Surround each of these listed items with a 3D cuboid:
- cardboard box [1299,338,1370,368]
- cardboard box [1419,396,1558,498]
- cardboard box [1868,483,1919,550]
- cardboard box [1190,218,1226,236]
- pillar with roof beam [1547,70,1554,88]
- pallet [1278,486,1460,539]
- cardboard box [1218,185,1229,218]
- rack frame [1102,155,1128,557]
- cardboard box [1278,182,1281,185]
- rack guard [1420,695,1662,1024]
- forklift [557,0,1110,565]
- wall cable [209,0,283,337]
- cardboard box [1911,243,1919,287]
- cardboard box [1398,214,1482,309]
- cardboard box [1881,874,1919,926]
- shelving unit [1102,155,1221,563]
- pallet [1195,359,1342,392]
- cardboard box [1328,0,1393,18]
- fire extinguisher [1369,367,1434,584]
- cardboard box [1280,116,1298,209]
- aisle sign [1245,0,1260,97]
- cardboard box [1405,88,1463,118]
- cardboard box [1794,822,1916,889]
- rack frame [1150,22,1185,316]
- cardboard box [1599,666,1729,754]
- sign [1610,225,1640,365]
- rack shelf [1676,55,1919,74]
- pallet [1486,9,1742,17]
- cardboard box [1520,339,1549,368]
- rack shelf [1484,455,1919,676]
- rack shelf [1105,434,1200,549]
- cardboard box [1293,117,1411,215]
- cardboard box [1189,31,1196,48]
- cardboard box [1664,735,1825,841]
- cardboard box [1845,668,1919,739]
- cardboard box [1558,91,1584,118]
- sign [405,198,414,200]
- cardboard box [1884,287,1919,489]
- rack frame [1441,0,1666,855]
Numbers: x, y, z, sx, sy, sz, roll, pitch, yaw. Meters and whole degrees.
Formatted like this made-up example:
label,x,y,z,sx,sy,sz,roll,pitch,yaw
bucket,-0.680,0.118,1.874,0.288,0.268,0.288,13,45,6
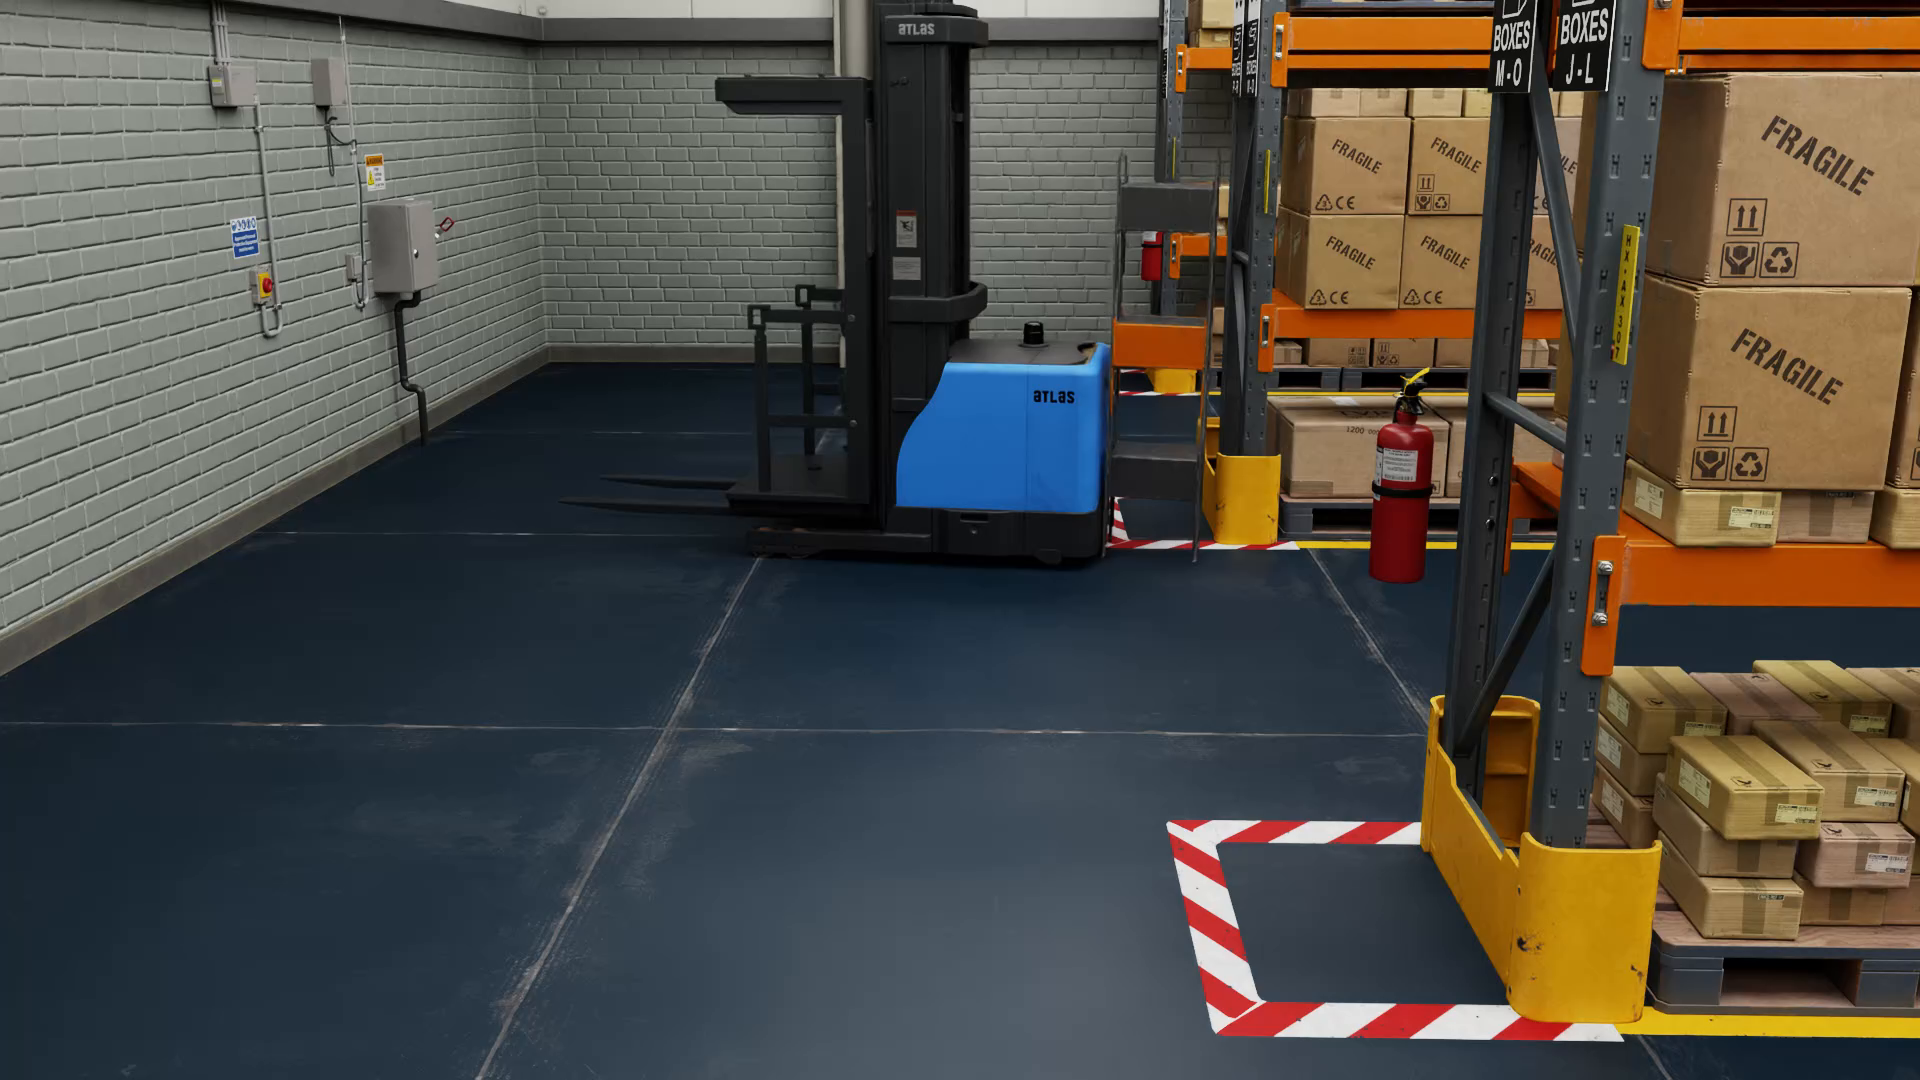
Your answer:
label,x,y,z,sx,sy,sz,roll,pitch,yaw
cardboard box,3.221,-1.788,14.315,0.500,0.500,0.700,1,15,4
cardboard box,3.213,-0.553,9.756,0.875,0.438,0.875,1,15,3
cardboard box,2.448,-0.095,4.312,0.250,0.149,0.380,0,15,0
cardboard box,2.080,-2.644,13.973,0.250,0.149,0.380,0,15,1
pillar with roof beam,4.974,-4.849,10.078,0.400,9.000,9.100,0,15,1
pallet,2.437,-0.238,9.828,1.213,0.211,1.003,0,15,1
cardboard box,2.205,-2.837,13.924,0.500,0.250,0.500,0,15,2
rack frame,0.826,-0.972,8.873,0.015,2.100,0.400,4,15,10
cardboard box,2.740,-2.970,14.427,0.500,0.250,0.500,0,15,2
rack guard,1.686,0.901,4.947,0.348,0.500,1.175,0,15,1
forklift,-0.706,-1.442,9.061,3.031,2.935,1.130,2,15,9
wall cable,-4.002,-2.109,9.400,0.123,1.953,0.585,0,15,1
cardboard box,2.556,-0.912,4.177,0.500,0.500,0.500,1,15,3
cardboard box,2.614,-1.547,9.129,0.500,0.500,0.500,0,15,1
cardboard box,2.638,0.933,4.691,0.250,0.149,0.380,1,15,2
shelving unit,1.066,-0.956,8.830,0.503,2.100,0.431,4,15,10
pallet,2.631,-1.484,14.550,1.213,0.211,1.003,0,15,1
cardboard box,3.215,-4.282,13.521,0.500,0.250,0.500,0,15,0
fire extinguisher,1.370,-0.210,5.139,0.183,0.674,0.296,0,15,1
cardboard box,2.123,-2.161,9.495,0.500,0.500,0.500,1,15,3
aisle sign,1.556,-2.755,8.807,0.004,0.787,0.394,0,15,1
cardboard box,2.504,-2.330,8.862,0.250,0.149,0.380,1,15,3
cardboard box,2.399,0.808,4.579,0.250,0.149,0.380,0,15,1
rack frame,1.758,-2.837,14.215,0.127,3.000,1.000,0,15,1
cardboard box,2.146,0.518,5.096,0.250,0.149,0.380,1,15,2
sign,1.596,-0.589,3.995,0.005,0.325,0.100,0,15,1
rack shelf,7.756,-3.901,13.776,4.000,0.370,1.077,0,15,1
pallet,3.600,-2.970,9.010,1.213,0.211,1.003,0,15,1
cardboard box,4.836,-1.624,14.150,0.258,0.266,0.396,1,15,3
rack shelf,3.609,0.052,4.672,4.000,0.370,1.077,0,15,1
rack shelf,1.054,-0.267,9.014,0.480,0.518,0.431,4,15,10
cardboard box,2.108,-2.028,8.989,0.500,0.500,0.500,0,15,0
cardboard box,2.084,-4.223,14.080,0.250,0.149,0.380,1,15,3
cardboard box,2.125,0.669,4.522,0.250,0.149,0.380,0,15,-1
cardboard box,2.915,0.521,5.083,0.250,0.149,0.380,0,15,-1
cardboard box,3.280,-2.332,8.871,0.250,0.149,0.380,1,15,2
sign,-3.997,-2.218,12.055,0.001,0.494,0.329,0,15,1
cardboard box,2.587,-0.430,4.312,0.500,0.500,0.500,0,15,2
rack frame,1.610,-0.309,4.630,0.127,3.000,1.000,0,15,1
